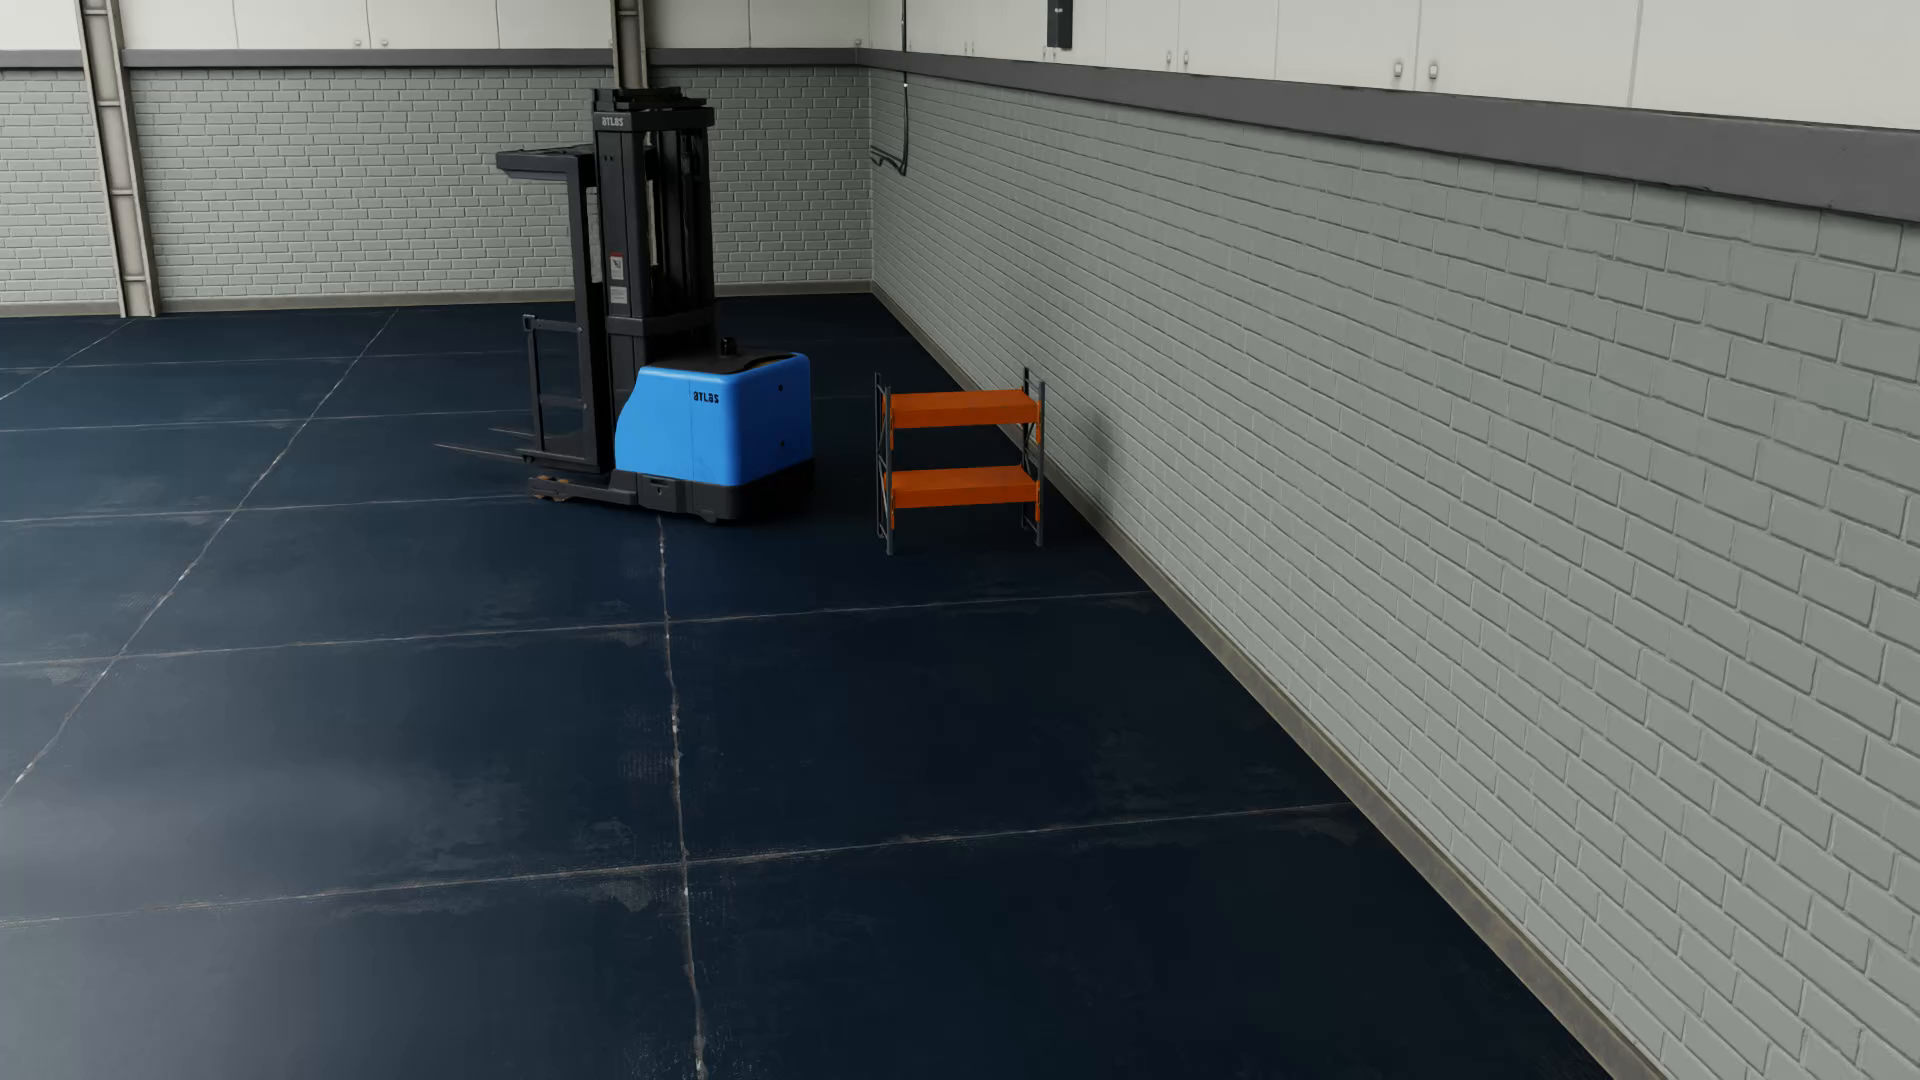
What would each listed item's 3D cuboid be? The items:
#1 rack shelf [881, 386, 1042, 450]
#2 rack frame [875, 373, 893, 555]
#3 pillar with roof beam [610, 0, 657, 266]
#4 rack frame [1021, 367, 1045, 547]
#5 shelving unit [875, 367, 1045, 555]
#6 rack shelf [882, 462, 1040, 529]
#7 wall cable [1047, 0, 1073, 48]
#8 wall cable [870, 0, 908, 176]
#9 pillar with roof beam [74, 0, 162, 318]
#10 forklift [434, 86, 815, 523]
[{"bbox_3d":[-0.007,-0.817,11.059,1.000,0.278,0.538,-3,17,-10],"label":"rack shelf"},{"bbox_3d":[-0.506,-0.509,11.053,0.032,1.125,0.500,-3,17,-10],"label":"rack frame"},{"bbox_3d":[-3.241,-6.131,15.946,0.400,9.000,9.100,-3,17,-10],"label":"pillar with roof beam"},{"bbox_3d":[0.492,-0.566,11.238,0.032,1.125,0.500,-3,17,-10],"label":"rack frame"},{"bbox_3d":[-0.007,-0.537,11.145,1.048,1.125,0.538,-3,17,-10],"label":"shelving unit"},{"bbox_3d":[-0.007,-0.304,11.217,1.000,0.278,0.538,-3,17,-10],"label":"rack shelf"},{"bbox_3d":[0.871,-6.043,9.867,0.169,6.003,2.305,-3,17,-10],"label":"wall cable"},{"bbox_3d":[-0.914,-5.671,19.736,0.112,2.526,3.097,-3,17,-10],"label":"wall cable"},{"bbox_3d":[-9.132,-5.797,14.858,0.400,9.000,9.100,-3,17,-10],"label":"pillar with roof beam"},{"bbox_3d":[-2.617,-1.806,12.201,3.031,2.935,1.130,9,19,27],"label":"forklift"}]
